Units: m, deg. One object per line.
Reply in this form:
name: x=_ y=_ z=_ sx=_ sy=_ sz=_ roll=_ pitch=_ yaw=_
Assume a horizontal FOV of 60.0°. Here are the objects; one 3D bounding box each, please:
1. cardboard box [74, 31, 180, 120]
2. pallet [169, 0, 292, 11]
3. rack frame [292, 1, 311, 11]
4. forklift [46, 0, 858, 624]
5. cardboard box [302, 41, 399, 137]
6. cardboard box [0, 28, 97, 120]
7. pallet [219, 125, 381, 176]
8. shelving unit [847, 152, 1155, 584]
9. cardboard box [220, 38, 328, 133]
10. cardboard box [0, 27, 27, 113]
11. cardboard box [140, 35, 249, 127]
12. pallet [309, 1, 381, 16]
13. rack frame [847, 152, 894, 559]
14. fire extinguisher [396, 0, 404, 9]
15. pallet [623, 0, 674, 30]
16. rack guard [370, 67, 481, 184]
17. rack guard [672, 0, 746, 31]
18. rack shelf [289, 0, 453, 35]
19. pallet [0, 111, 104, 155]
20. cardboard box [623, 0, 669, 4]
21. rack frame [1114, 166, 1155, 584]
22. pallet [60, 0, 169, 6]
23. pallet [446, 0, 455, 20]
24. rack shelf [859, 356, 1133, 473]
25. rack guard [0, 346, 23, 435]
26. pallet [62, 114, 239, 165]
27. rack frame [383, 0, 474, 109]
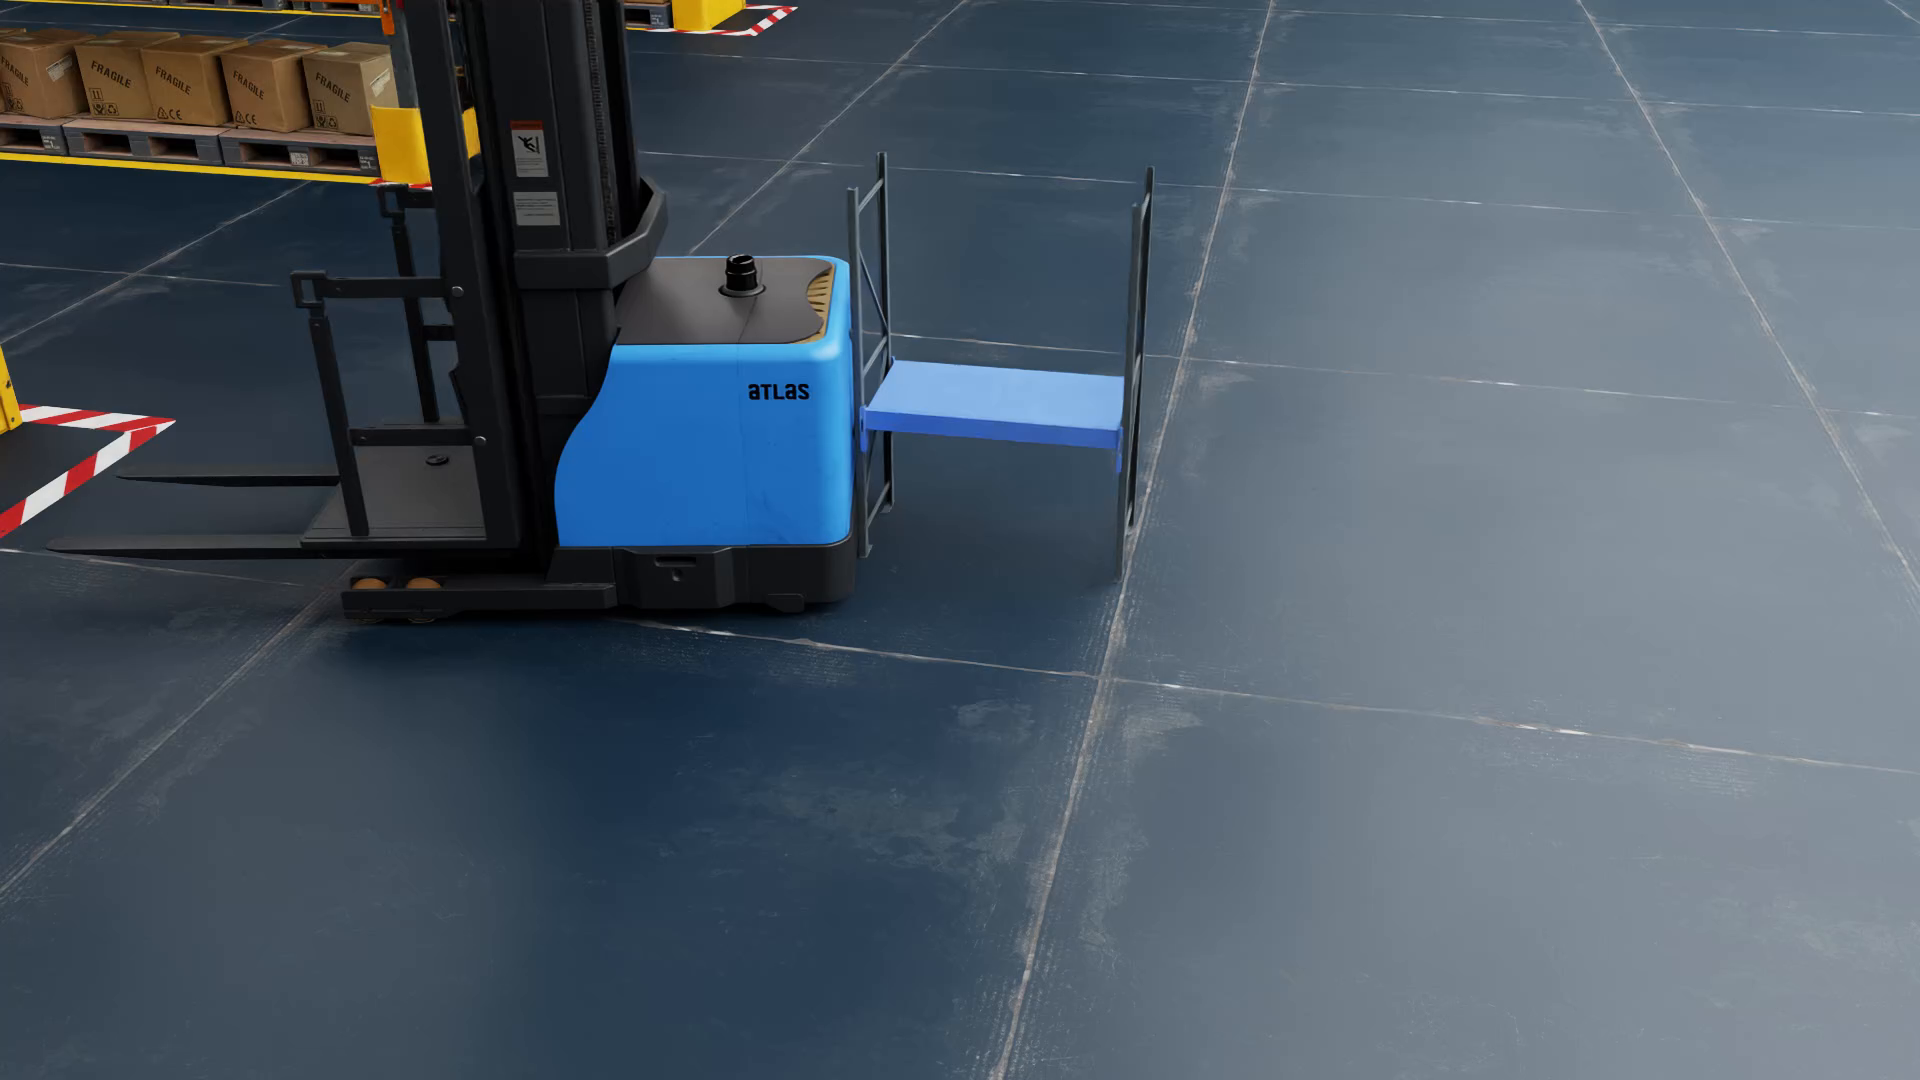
cardboard box: x=-5.871 y=-3.314 z=11.845 sx=0.500 sy=0.500 sz=0.500 roll=3 pitch=29 yaw=6
pallet: x=-7.075 y=-5.502 z=16.581 sx=1.213 sy=0.211 sz=1.003 roll=6 pitch=29 yaw=11
rack frame: x=-6.305 y=-6.684 z=15.834 sx=0.127 sy=3.000 sz=1.000 roll=6 pitch=29 yaw=11
forklift: x=-1.919 y=-1.230 z=5.945 sx=3.031 sy=2.935 sz=1.130 roll=0 pitch=29 yaw=-1
cardboard box: x=-4.135 y=-3.121 z=11.494 sx=0.500 sy=0.500 sz=0.500 roll=11 pitch=31 yaw=20
cardboard box: x=-6.495 y=-3.339 z=11.892 sx=0.500 sy=0.500 sz=0.500 roll=16 pitch=32 yaw=26
pallet: x=-4.389 y=-2.846 z=11.728 sx=1.213 sy=0.211 sz=1.003 roll=6 pitch=29 yaw=11
shelving unit: x=0.159 y=-0.654 z=6.384 sx=1.048 sy=1.500 sz=0.538 roll=5 pitch=29 yaw=10
cardboard box: x=-4.727 y=-3.165 z=11.574 sx=0.500 sy=0.500 sz=0.500 roll=14 pitch=32 yaw=24
cardboard box: x=-7.057 y=-3.393 z=11.990 sx=0.500 sy=0.500 sz=0.500 roll=5 pitch=29 yaw=9
cardboard box: x=-5.335 y=-3.237 z=11.705 sx=0.500 sy=0.500 sz=0.500 roll=9 pitch=30 yaw=15
pallet: x=-5.578 y=-5.347 z=16.298 sx=1.213 sy=0.211 sz=1.003 roll=6 pitch=29 yaw=11
rack frame: x=-0.340 y=-0.700 z=6.468 sx=0.032 sy=1.500 sz=0.500 roll=5 pitch=29 yaw=10
fire extinguisher: x=-3.512 y=-3.701 z=10.468 sx=0.183 sy=0.674 sz=0.296 roll=6 pitch=29 yaw=11
pallet: x=-3.191 y=-5.103 z=15.851 sx=1.213 sy=0.211 sz=1.003 roll=6 pitch=29 yaw=11
rack guard: x=-3.602 y=-2.874 z=11.480 sx=0.348 sy=0.500 sz=1.175 roll=6 pitch=29 yaw=11
rack guard: x=-2.370 y=-5.184 z=15.698 sx=0.348 sy=0.500 sz=1.175 roll=6 pitch=29 yaw=11
rack shelf: x=-5.484 y=-3.848 z=11.405 sx=4.000 sy=0.370 sz=1.077 roll=6 pitch=29 yaw=11
pallet: x=-6.775 y=-3.090 z=12.175 sx=1.213 sy=0.211 sz=1.003 roll=6 pitch=29 yaw=11
cardboard box: x=-3.070 y=-5.572 z=15.579 sx=0.875 sy=0.875 sz=0.875 roll=6 pitch=29 yaw=11
rack frame: x=0.658 y=-0.608 z=6.300 sx=0.032 sy=1.500 sz=0.500 roll=5 pitch=29 yaw=10
pallet: x=-8.272 y=-5.624 z=16.802 sx=1.213 sy=0.211 sz=1.003 roll=6 pitch=29 yaw=11
pallet: x=-4.381 y=-5.226 z=16.076 sx=1.213 sy=0.211 sz=1.003 roll=6 pitch=29 yaw=11
rack shelf: x=0.159 y=-0.497 z=6.470 sx=1.000 sy=0.185 sz=0.538 roll=5 pitch=29 yaw=10
rack guard: x=-4.646 y=-0.526 z=7.191 sx=0.348 sy=0.500 sz=1.175 roll=6 pitch=29 yaw=11
pallet: x=-5.579 y=-2.969 z=11.954 sx=1.213 sy=0.211 sz=1.003 roll=6 pitch=29 yaw=11
rack frame: x=-3.528 y=-3.963 z=10.866 sx=0.127 sy=3.000 sz=1.000 roll=6 pitch=29 yaw=11
